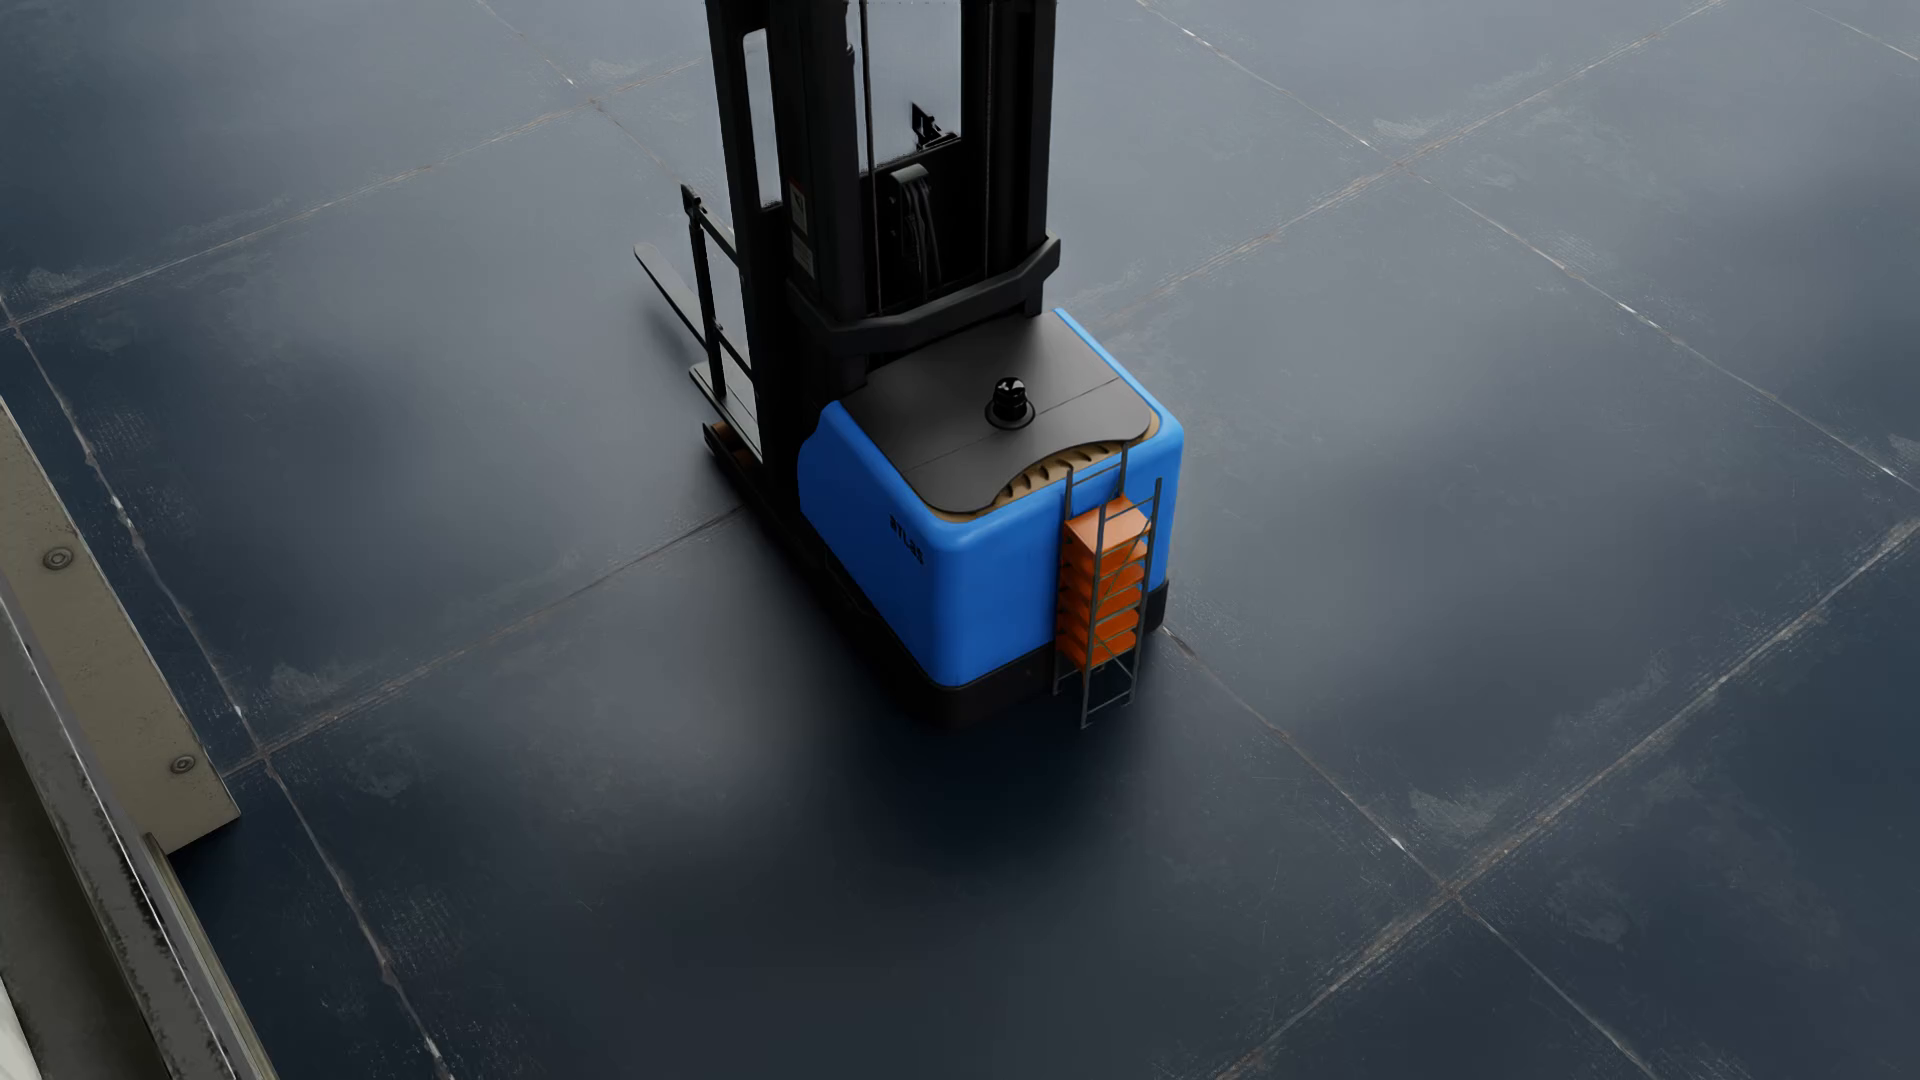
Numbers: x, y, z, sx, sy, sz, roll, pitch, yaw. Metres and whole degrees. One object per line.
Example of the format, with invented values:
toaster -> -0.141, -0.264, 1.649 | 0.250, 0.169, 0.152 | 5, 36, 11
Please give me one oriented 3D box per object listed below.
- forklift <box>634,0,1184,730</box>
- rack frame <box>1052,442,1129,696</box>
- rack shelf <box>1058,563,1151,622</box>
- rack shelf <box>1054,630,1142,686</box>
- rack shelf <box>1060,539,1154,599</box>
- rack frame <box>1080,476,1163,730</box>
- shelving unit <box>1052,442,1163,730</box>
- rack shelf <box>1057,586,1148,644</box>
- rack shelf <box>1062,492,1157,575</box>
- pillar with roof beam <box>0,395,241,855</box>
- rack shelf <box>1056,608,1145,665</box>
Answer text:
forklift -> -0.423, -1.375, 6.017 | 1.130, 2.935, 3.031 | -25, 52, -21
rack frame -> 0.447, 0.133, 5.819 | 0.240, 1.200, 0.006 | -25, 52, -21
rack shelf -> 0.495, 0.139, 5.711 | 0.258, 0.103, 0.180 | -25, 52, -21
rack shelf -> 0.495, 0.381, 5.977 | 0.258, 0.103, 0.180 | -25, 52, -21
rack shelf -> 0.495, 0.059, 5.622 | 0.258, 0.103, 0.180 | -25, 52, -21
rack frame -> 0.544, 0.247, 5.715 | 0.240, 1.200, 0.006 | -25, 52, -21
shelving unit -> 0.495, 0.190, 5.767 | 0.258, 1.200, 0.189 | -25, 52, -21
rack shelf -> 0.495, 0.220, 5.800 | 0.258, 0.103, 0.180 | -25, 52, -21
rack shelf -> 0.495, -0.022, 5.533 | 0.258, 0.103, 0.180 | -25, 52, -21
pillar with roof beam -> 0.648, -4.032, 4.330 | 9.100, 9.000, 0.400 | -29, 54, -24
rack shelf -> 0.495, 0.300, 5.889 | 0.258, 0.103, 0.180 | -25, 52, -21
